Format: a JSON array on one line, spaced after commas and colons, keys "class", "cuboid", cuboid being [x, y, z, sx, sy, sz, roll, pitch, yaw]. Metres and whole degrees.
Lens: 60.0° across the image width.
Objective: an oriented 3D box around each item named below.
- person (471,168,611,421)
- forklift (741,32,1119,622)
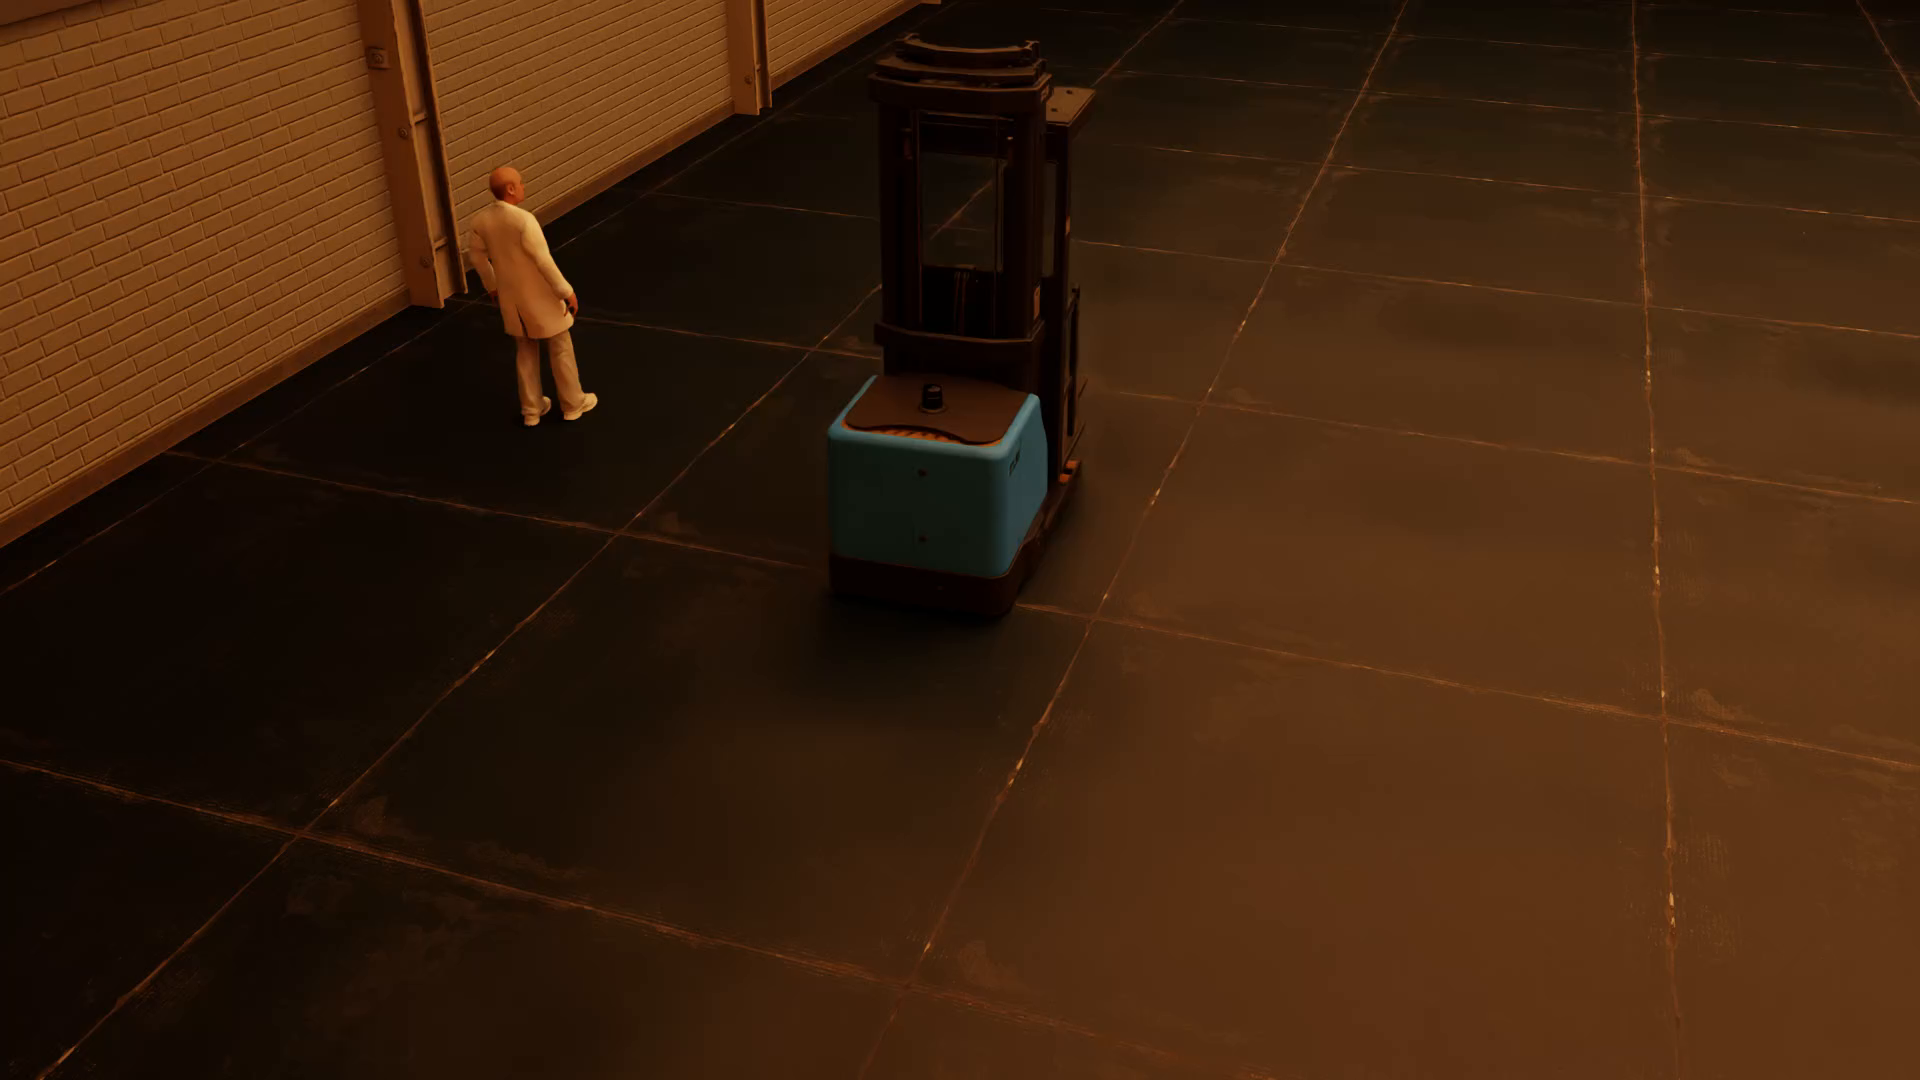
[{"class": "person", "cuboid": [-2.856, -1.673, 11.221, 0.695, 1.776, 0.582, 11, 31, 18]}, {"class": "forklift", "cuboid": [-0.355, -1.504, 9.775, 1.130, 2.935, 3.031, -19, 35, -30]}]
